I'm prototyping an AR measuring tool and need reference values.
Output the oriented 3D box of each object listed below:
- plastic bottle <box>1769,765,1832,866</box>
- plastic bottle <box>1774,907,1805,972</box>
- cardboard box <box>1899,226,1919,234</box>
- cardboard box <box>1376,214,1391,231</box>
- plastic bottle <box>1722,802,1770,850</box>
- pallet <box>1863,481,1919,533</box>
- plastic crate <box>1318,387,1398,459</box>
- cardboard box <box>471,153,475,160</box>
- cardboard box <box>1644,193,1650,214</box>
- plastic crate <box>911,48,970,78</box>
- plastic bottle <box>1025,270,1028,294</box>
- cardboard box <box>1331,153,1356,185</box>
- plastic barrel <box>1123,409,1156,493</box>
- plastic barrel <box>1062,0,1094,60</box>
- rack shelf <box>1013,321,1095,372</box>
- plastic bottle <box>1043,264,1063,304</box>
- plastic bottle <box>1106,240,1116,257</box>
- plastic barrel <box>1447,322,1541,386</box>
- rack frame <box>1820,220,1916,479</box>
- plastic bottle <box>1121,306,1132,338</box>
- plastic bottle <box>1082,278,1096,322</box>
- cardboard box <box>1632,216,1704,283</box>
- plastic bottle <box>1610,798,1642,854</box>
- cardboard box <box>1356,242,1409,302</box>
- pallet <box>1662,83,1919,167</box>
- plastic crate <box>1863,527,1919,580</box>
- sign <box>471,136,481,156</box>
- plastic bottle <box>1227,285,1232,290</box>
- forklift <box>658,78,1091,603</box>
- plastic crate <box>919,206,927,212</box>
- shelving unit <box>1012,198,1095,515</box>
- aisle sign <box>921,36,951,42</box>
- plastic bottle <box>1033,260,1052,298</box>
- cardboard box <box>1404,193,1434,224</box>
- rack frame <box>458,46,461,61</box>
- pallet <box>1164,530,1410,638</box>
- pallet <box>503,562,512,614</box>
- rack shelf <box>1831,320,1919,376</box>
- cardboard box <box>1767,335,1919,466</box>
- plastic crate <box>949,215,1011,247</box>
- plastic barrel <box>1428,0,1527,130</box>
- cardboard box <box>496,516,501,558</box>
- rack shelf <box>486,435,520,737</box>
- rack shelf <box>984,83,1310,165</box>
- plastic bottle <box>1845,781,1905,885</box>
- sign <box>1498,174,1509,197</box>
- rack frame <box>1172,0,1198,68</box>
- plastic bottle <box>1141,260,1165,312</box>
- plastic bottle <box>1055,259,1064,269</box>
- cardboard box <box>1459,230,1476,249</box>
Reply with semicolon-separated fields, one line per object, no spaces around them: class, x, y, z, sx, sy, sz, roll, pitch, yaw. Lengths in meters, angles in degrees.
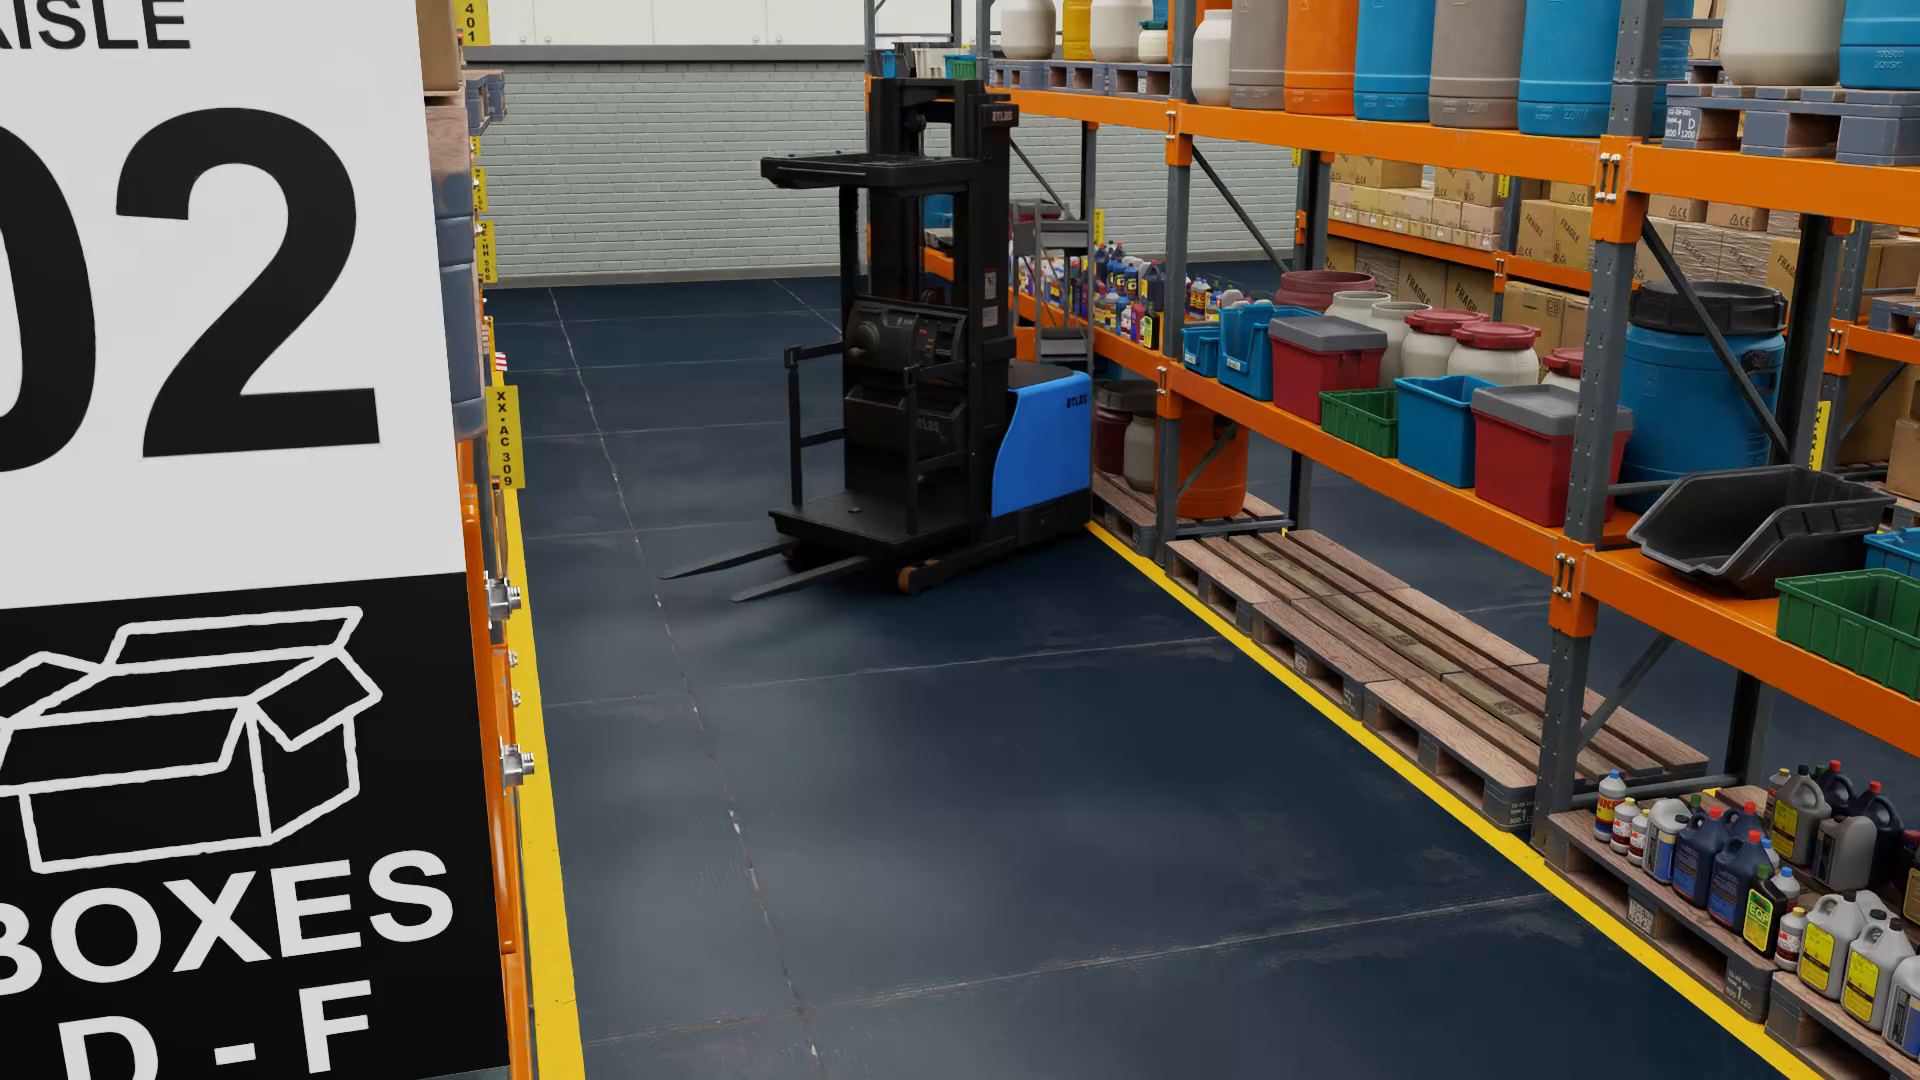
plastic bottle;3.137;1.015;6.198;0.144;0.351;0.185;-5;17;-15
plastic bottle;2.751;1.308;5.481;0.097;0.201;0.097;0;17;0
cardboard box;9.702;-3.181;16.764;0.380;0.149;0.250;-5;17;-17
cardboard box;4.490;-3.250;16.995;0.380;0.149;0.250;-5;17;-17
plastic bottle;2.783;1.093;5.938;0.144;0.351;0.185;-5;17;-15
pallet;6.697;-0.156;11.103;1.003;0.211;1.213;-5;17;-15
plastic crate;2.071;-0.567;7.995;0.450;0.188;0.662;-5;17;-15
cardboard box;-4.142;-2.854;13.326;0.500;0.500;0.500;-5;18;-17
cardboard box;5.746;-2.975;13.726;0.797;0.503;0.637;-5;17;-15
plastic crate;-0.164;-4.271;14.949;0.437;0.282;0.530;-5;17;-15
plastic bottle;0.543;-1.980;12.674;0.097;0.201;0.097;0;17;0
cardboard box;4.295;-4.058;17.686;0.500;0.500;0.500;-5;17;-17
plastic barrel;1.330;-0.609;11.359;0.421;0.512;0.421;0;17;0
plastic barrel;1.069;-3.914;12.496;0.600;0.588;0.600;0;17;0
rack shelf;0.629;-1.217;11.282;0.431;0.518;0.480;-3;8;-15
plastic bottle;0.702;-1.884;12.227;0.152;0.276;0.135;-5;17;-15
plastic bottle;1.190;-2.170;13.049;0.144;0.351;0.185;-5;17;-15
plastic barrel;2.567;-0.759;8.030;0.433;0.535;0.433;0;17;0
rack frame;6.484;-1.707;11.422;1.000;3.000;0.127;-5;17;-15
plastic bottle;1.096;-1.423;10.821;0.097;0.201;0.097;0;17;0
plastic bottle;0.886;-1.654;11.448;0.061;0.283;0.133;-5;17;-15
cardboard box;5.694;-2.295;13.204;0.500;0.500;0.500;-4;17;-14
plastic bottle;2.515;1.071;6.272;0.097;0.201;0.097;0;17;0
cardboard box;4.788;-2.681;17.628;0.875;0.875;0.875;-5;17;-15
pallet;3.113;-1.364;5.392;1.213;0.211;1.003;-5;17;-15
plastic crate;3.386;0.146;5.509;0.499;0.251;0.616;-5;17;-15
sign;-4.701;-3.882;16.101;0.100;0.325;0.005;-5;17;-15
plastic bottle;1.794;-1.574;11.180;0.061;0.283;0.133;-5;17;-15
forklift;-0.476;-1.244;9.999;1.130;2.935;3.031;14;22;39
plastic crate;-0.544;-3.201;16.581;0.416;0.233;0.300;-5;17;-15
shelving unit;0.629;-1.231;11.280;0.431;2.100;0.503;-3;8;-15
aisle sign;-0.215;-4.817;17.255;0.394;0.787;0.004;-5;17;-15
plastic bottle;0.638;-1.949;12.441;0.152;0.276;0.135;-5;17;-15
cardboard box;4.726;-3.270;16.368;0.500;0.250;0.500;-4;17;-14
rack frame;-4.141;-4.905;11.639;1.000;3.000;0.127;-5;17;-15
pallet;1.897;0.237;9.796;1.003;0.211;1.213;-5;17;-15
pallet;-3.211;0.201;9.917;1.003;0.211;1.213;-5;17;-15
rack shelf;7.034;-0.810;9.684;1.077;0.370;4.000;-5;17;-15
cardboard box;6.314;-1.084;12.308;1.225;0.875;0.875;-6;18;-18
plastic crate;0.166;-2.546;14.136;0.392;0.384;0.575;-5;17;-15
plastic barrel;2.293;-2.191;6.945;0.600;0.901;0.600;0;17;0
cardboard box;-2.661;0.047;8.655;0.500;0.311;0.500;-4;17;-14
rack shelf;-2.492;-0.028;7.080;1.077;0.370;4.000;-5;17;-15
rack shelf;1.172;-2.961;11.632;1.077;0.370;4.000;-5;17;-15
plastic bottle;3.328;1.057;6.059;0.144;0.351;0.185;-6;18;-18
sign;4.852;-3.222;14.822;0.100;0.325;0.005;-5;17;-15
rack frame;1.722;-4.189;9.256;1.000;3.000;0.127;-5;17;-15
plastic bottle;1.383;-1.816;11.871;0.144;0.351;0.185;-5;17;-15
plastic bottle;0.784;-1.961;12.481;0.152;0.276;0.135;-5;17;-15
cardboard box;4.915;-2.823;15.574;0.380;0.149;0.250;-4;17;-14
